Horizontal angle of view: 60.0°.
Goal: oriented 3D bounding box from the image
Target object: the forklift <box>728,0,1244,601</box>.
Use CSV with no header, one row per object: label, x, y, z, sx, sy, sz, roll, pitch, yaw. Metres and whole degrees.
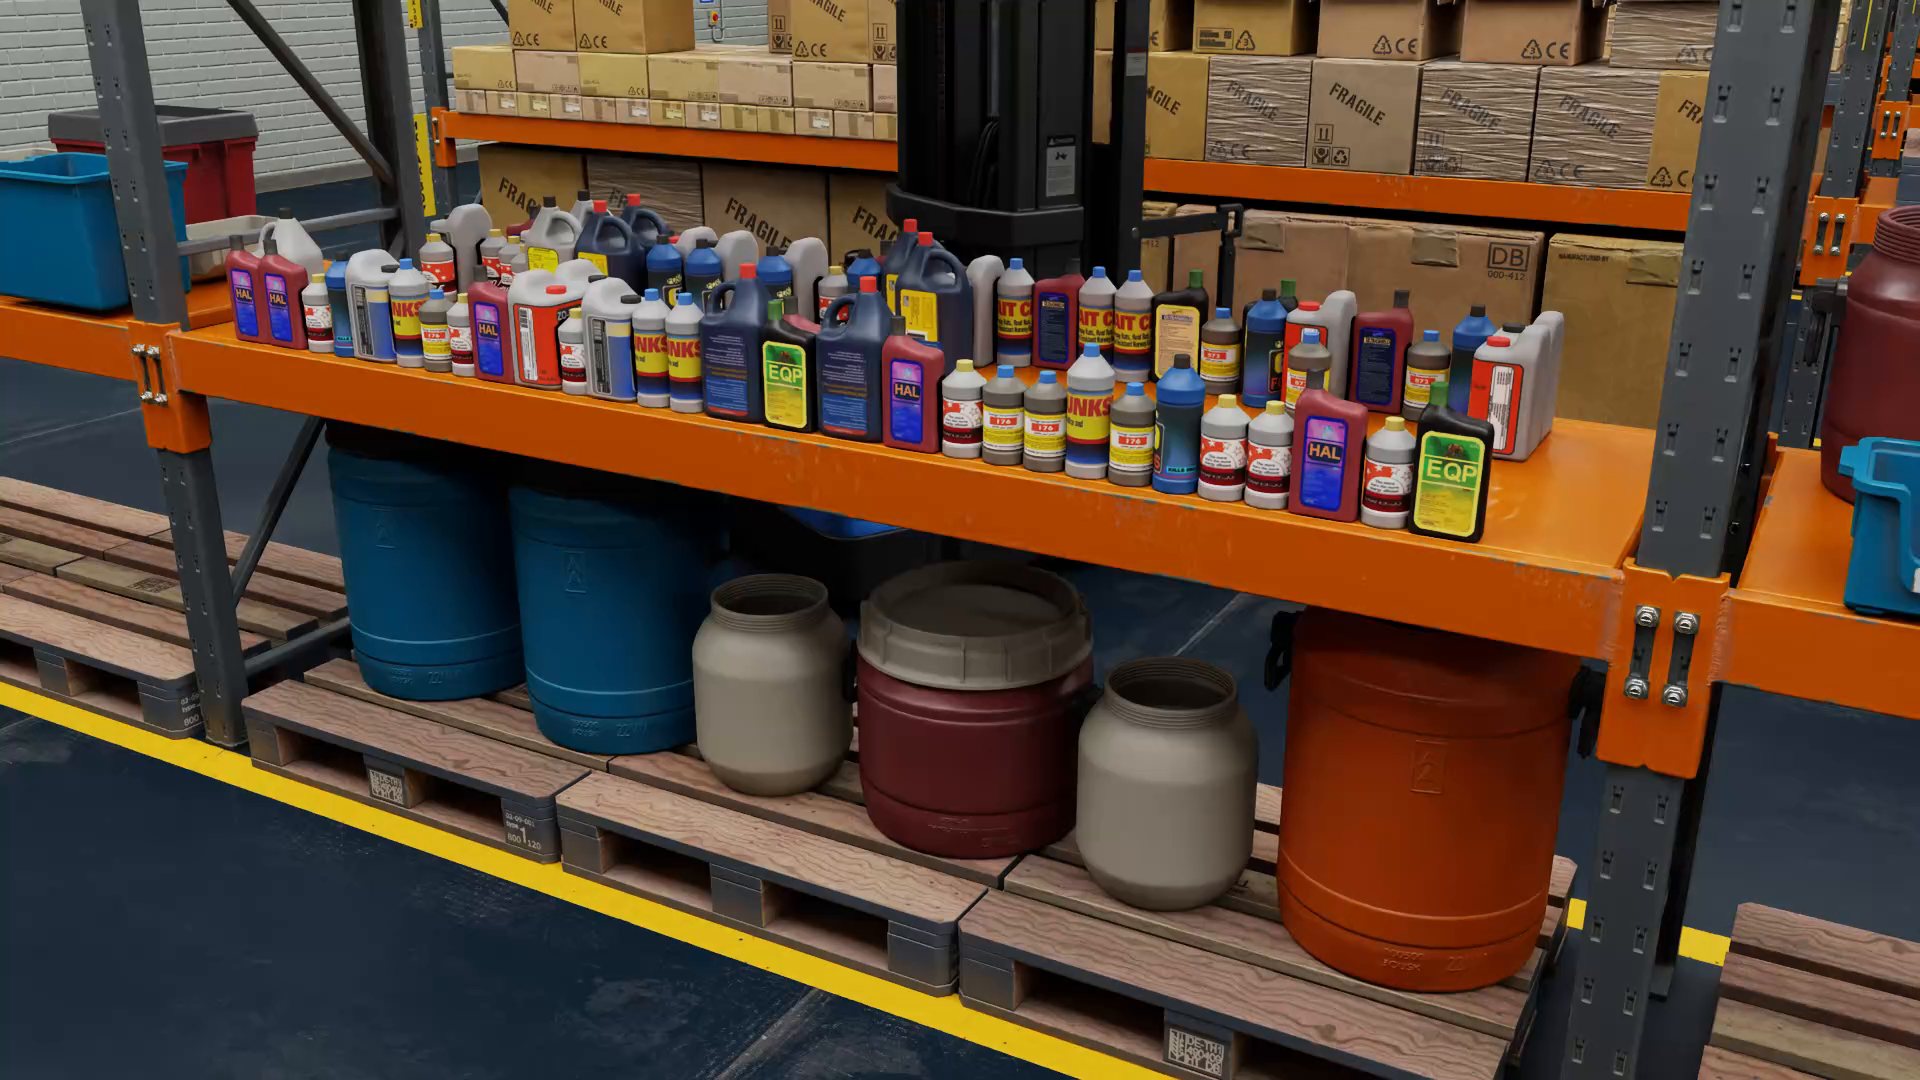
forklift,0.564,-1.498,6.698,3.031,2.935,1.130,-12,23,-30

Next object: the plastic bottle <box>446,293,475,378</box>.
plastic bottle,-1.237,-0.519,4.188,0.097,0.201,0.097,0,20,0

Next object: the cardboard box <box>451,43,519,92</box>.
cardboard box,-2.822,-2.972,10.443,0.500,0.250,0.500,10,22,26

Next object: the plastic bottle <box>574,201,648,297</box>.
plastic bottle,-0.980,-0.771,4.664,0.185,0.351,0.144,11,23,27

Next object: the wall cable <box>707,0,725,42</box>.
wall cable,-3.210,-7.436,21.430,0.123,1.953,0.585,11,23,27

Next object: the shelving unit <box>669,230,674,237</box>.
shelving unit,-1.190,-0.625,6.829,0.258,1.200,0.503,-9,22,-24

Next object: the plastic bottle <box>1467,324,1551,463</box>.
plastic bottle,1.165,-0.323,3.537,0.135,0.276,0.152,11,23,27

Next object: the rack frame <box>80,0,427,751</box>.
rack frame,-2.033,-0.923,5.011,0.127,3.000,1.000,11,23,27

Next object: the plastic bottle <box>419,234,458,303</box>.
plastic bottle,-1.576,-0.820,5.019,0.097,0.201,0.097,0,20,0

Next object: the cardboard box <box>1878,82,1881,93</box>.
cardboard box,10.651,-5.190,19.823,0.500,0.500,0.500,12,23,29

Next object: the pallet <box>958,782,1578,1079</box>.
pallet,0.751,0.934,3.980,1.213,0.211,1.003,11,23,27

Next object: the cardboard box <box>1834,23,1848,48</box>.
cardboard box,5.729,-3.358,11.040,0.250,0.149,0.380,11,23,28

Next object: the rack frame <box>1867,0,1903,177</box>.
rack frame,8.708,-4.683,15.375,0.127,3.000,1.000,11,23,27

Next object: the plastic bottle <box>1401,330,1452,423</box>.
plastic bottle,1.066,-0.376,3.795,0.097,0.201,0.097,0,20,0

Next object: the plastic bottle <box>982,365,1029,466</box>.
plastic bottle,0.095,-0.265,3.488,0.097,0.201,0.097,0,20,0

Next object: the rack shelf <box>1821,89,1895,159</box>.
rack shelf,4.636,-3.187,12.306,4.000,0.370,1.077,11,23,27

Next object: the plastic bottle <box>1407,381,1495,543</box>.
plastic bottle,0.898,-0.143,3.033,0.133,0.283,0.061,11,23,27

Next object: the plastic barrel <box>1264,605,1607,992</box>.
plastic barrel,1.024,0.489,3.686,0.708,0.830,0.600,11,23,27

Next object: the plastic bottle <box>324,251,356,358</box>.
plastic bottle,-1.610,-0.623,4.371,0.097,0.271,0.097,0,20,0

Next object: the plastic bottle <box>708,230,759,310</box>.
plastic bottle,-0.654,-0.729,4.657,0.135,0.276,0.152,11,23,27

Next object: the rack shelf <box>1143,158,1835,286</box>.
rack shelf,2.129,-1.727,8.282,4.000,0.370,1.077,11,23,27

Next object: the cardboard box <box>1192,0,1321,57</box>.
cardboard box,1.538,-2.695,8.278,0.637,0.503,0.797,11,23,28

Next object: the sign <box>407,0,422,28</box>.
sign,-3.385,-3.343,10.296,0.005,0.325,0.100,11,23,27

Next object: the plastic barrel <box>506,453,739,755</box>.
plastic barrel,-0.948,0.079,4.709,0.708,0.901,0.600,11,23,27

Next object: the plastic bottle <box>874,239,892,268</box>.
plastic bottle,-0.228,-0.669,4.480,0.133,0.283,0.061,11,23,27

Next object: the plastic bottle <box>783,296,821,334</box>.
plastic bottle,-0.348,-0.405,3.752,0.133,0.283,0.061,11,23,27

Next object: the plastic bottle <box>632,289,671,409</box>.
plastic bottle,-0.716,-0.452,3.902,0.097,0.271,0.097,0,20,0

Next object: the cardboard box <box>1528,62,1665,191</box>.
cardboard box,2.891,-1.872,7.481,0.500,0.500,0.500,11,22,27

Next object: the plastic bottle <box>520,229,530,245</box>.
plastic bottle,-1.212,-0.835,4.950,0.135,0.276,0.152,11,23,27

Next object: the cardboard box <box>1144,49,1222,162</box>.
cardboard box,1.102,-2.210,8.413,0.500,0.500,0.500,11,23,27

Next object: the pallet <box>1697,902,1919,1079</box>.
pallet,2.117,1.193,3.266,1.213,0.211,1.003,11,23,27

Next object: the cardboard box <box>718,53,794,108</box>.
cardboard box,-1.029,-2.632,9.507,0.500,0.250,0.500,11,23,28

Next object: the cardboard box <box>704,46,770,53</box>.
cardboard box,-1.213,-2.876,10.179,0.500,0.250,0.500,11,23,27

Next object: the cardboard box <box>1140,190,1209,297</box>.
cardboard box,0.951,-1.496,9.090,0.875,0.875,1.225,11,23,27

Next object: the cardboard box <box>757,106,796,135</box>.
cardboard box,-0.942,-2.404,9.461,0.250,0.149,0.380,11,23,28

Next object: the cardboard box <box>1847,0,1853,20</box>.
cardboard box,6.069,-3.686,11.509,0.250,0.149,0.380,11,23,27

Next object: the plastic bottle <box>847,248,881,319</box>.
plastic bottle,-0.250,-0.636,4.409,0.097,0.271,0.097,0,20,0

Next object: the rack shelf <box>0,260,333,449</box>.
rack shelf,-3.779,-0.918,6.051,4.000,0.370,1.077,11,23,27

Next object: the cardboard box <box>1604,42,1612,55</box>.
cardboard box,4.610,-3.432,11.679,0.250,0.149,0.380,12,23,29

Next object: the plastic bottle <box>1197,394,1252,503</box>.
plastic bottle,0.520,-0.184,3.265,0.097,0.201,0.097,0,20,0

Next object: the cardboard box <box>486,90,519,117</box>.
cardboard box,-2.736,-2.745,10.403,0.250,0.149,0.380,10,22,27

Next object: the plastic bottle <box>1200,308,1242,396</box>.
plastic bottle,0.631,-0.459,4.024,0.097,0.201,0.097,0,20,0

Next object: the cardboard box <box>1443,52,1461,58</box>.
cardboard box,2.247,-2.194,8.369,0.500,0.500,0.500,11,23,27

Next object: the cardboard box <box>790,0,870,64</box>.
cardboard box,-0.584,-2.901,9.148,0.500,0.500,0.500,11,23,28

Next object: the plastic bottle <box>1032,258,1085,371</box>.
plastic bottle,0.253,-0.577,4.228,0.133,0.283,0.061,11,23,27

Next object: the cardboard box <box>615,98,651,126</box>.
cardboard box,-1.837,-2.574,9.932,0.250,0.149,0.380,11,22,27

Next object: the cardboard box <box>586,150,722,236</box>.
cardboard box,-1.717,-2.028,10.556,0.875,0.875,0.875,11,23,27

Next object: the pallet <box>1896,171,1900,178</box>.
pallet,9.389,-3.241,15.491,1.213,0.211,1.003,11,23,27

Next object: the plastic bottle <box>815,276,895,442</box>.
plastic bottle,-0.218,-0.404,3.652,0.185,0.351,0.144,11,23,27

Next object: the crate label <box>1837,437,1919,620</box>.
crate label,1.644,0.002,2.705,0.416,0.233,0.303,11,23,27
